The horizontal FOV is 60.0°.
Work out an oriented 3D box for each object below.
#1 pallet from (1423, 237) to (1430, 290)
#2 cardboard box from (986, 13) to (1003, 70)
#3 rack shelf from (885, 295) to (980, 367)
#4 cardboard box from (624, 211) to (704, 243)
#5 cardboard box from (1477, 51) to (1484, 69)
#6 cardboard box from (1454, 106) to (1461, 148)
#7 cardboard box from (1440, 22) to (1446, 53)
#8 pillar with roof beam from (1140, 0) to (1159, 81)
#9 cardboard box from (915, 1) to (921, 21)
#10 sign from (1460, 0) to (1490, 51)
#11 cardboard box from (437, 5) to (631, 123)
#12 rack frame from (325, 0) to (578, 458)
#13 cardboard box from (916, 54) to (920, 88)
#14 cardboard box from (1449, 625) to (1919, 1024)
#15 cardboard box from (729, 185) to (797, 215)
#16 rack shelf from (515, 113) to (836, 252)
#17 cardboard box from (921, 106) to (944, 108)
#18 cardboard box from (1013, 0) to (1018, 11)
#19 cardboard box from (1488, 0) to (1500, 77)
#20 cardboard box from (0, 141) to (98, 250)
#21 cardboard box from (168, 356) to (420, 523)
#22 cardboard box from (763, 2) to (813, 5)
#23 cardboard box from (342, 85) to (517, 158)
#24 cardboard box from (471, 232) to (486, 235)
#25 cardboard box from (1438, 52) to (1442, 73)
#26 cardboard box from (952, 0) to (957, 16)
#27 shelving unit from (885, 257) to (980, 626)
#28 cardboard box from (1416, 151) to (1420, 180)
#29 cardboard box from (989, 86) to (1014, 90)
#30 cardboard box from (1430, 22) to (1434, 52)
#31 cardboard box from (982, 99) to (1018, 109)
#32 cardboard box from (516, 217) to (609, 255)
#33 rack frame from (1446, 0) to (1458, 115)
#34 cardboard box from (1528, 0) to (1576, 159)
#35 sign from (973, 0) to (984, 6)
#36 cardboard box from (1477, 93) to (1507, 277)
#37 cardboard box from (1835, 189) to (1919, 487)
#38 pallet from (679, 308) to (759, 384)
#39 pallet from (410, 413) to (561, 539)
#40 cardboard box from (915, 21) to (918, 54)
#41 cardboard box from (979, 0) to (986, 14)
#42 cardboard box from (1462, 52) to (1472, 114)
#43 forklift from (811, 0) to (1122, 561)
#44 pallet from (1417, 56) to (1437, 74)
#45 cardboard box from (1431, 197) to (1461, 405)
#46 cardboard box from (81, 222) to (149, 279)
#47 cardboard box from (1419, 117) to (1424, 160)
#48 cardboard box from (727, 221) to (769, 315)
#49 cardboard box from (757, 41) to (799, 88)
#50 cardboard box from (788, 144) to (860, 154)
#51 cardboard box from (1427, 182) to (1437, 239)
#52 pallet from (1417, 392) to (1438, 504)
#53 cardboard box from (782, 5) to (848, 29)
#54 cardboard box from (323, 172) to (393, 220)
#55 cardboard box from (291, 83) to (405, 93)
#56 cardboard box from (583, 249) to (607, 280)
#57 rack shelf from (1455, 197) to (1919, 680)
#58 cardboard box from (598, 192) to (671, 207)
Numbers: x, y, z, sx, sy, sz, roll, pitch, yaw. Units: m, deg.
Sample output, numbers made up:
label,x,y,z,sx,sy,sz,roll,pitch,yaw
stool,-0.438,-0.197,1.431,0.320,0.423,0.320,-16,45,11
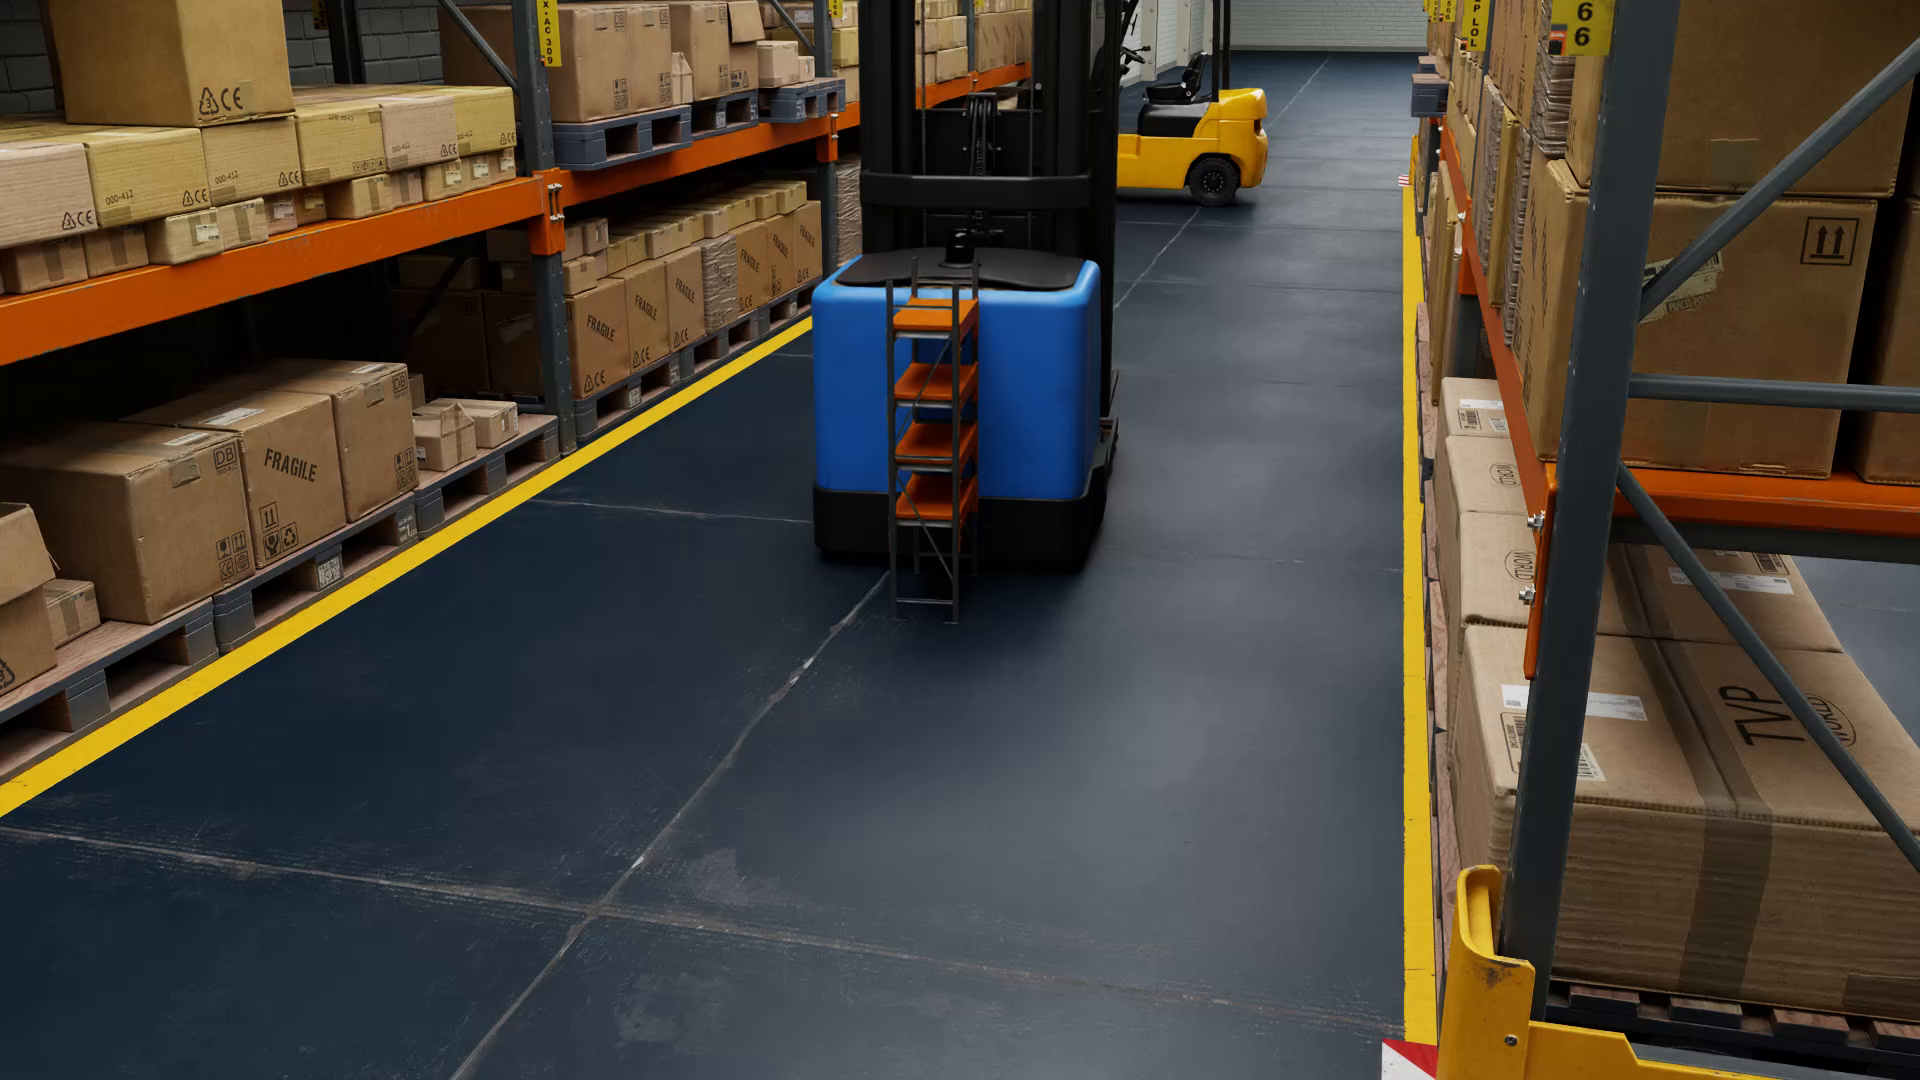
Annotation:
label,x,y,z,sx,sy,sz,roll,pitch,yaw
pallet,3.960,-2.033,12.314,1.003,0.211,1.213,5,19,13
cardboard box,0.103,-4.702,15.658,0.500,0.500,0.500,5,19,14
rack shelf,-0.089,-0.726,5.742,0.258,0.148,0.480,3,19,8
cardboard box,-1.682,-1.779,9.470,0.380,0.149,0.250,5,19,14
cardboard box,2.356,-2.153,6.650,0.500,0.500,0.500,5,20,15
cardboard box,2.862,-2.196,8.708,0.500,0.250,0.500,5,20,15
cardboard box,3.425,-3.441,10.857,0.500,0.500,0.500,4,19,13
pillar with roof beam,8.136,-13.619,32.638,9.100,9.000,0.400,5,19,13
cardboard box,-0.511,-4.109,12.919,0.380,0.149,0.250,4,19,12
sign,1.962,-2.023,6.302,0.100,0.325,0.005,5,19,13
cardboard box,-1.989,-2.244,7.812,0.700,0.500,0.500,5,20,15
rack frame,-2.324,-1.864,7.504,1.000,3.000,0.127,5,19,13
cardboard box,-0.626,-3.648,12.960,0.500,0.250,0.500,5,20,15
cardboard box,1.577,0.580,3.664,0.875,0.438,0.875,4,19,12
cardboard box,-1.258,-2.178,10.636,0.380,0.149,0.250,4,19,11
rack shelf,-1.835,-2.150,9.456,1.077,0.370,4.000,5,19,13
cardboard box,-0.437,-3.912,15.556,0.500,0.250,0.500,5,20,14
cardboard box,0.361,-5.288,16.370,0.380,0.149,0.250,4,19,12
cardboard box,2.139,-1.863,5.801,0.500,0.500,0.500,5,19,14
cardboard box,-2.806,-0.959,4.626,0.500,0.250,0.500,5,19,14
cardboard box,-2.560,-0.400,6.437,0.700,0.500,0.500,4,19,11
cardboard box,-1.254,-3.915,12.351,0.380,0.149,0.250,5,19,13
cardboard box,-2.212,-1.755,6.956,0.500,0.250,0.500,5,20,15
cardboard box,-2.367,-1.567,8.848,0.380,0.149,0.250,4,19,11
cardboard box,3.402,-3.179,11.092,0.380,0.149,0.250,4,19,11
cardboard box,-0.237,-4.601,14.359,0.380,0.149,0.250,5,20,15
shelving unit,-0.089,-0.355,5.869,0.258,1.200,0.503,3,19,8
cardboard box,4.825,-3.741,16.605,0.500,0.250,0.500,5,20,15
cardboard box,0.307,-4.860,18.333,0.500,0.250,0.500,4,19,13
cardboard box,4.674,-4.813,15.524,0.500,0.500,0.500,4,19,12
cardboard box,0.298,-4.185,16.358,0.500,0.250,0.500,5,20,15
cardboard box,-1.961,-1.504,8.204,0.380,0.149,0.250,4,19,11
rack frame,3.468,-2.727,10.030,1.000,3.000,0.127,5,19,13
cardboard box,1.499,-1.076,3.495,0.500,0.500,0.500,5,19,14
sign,0.159,-4.842,14.554,0.100,0.325,0.005,5,19,13
cardboard box,1.867,-1.081,5.058,0.500,0.500,0.500,5,19,14
cardboard box,1.909,-0.394,3.047,0.500,0.500,0.500,5,19,13
pallet,-1.866,-1.186,9.833,1.003,0.211,1.213,5,19,13
pallet,-2.493,-0.329,7.325,1.003,0.211,1.213,5,19,13
cardboard box,-0.632,-3.885,12.879,0.500,0.250,0.500,5,19,14
cardboard box,0.025,-4.886,15.194,0.380,0.149,0.250,5,20,15
cardboard box,2.598,-2.116,7.701,0.500,0.250,0.500,5,20,15
forklift,0.156,-1.742,7.252,1.130,2.935,3.031,3,19,8
pallet,4.117,-3.662,13.064,1.003,0.211,1.213,5,19,13
cardboard box,2.777,-1.151,8.053,0.875,0.875,0.875,5,20,15
cardboard box,-2.727,-0.899,5.068,0.380,0.149,0.250,5,19,14
cardboard box,4.698,-3.927,15.989,0.500,0.500,0.500,5,19,14
cardboard box,-1.499,-1.664,10.135,0.500,0.500,0.500,6,20,16
cardboard box,-1.291,-2.889,10.088,0.500,0.250,0.500,4,19,11
cardboard box,-0.865,-2.804,13.279,0.875,0.625,0.625,4,19,11
cardboard box,4.147,-2.546,12.915,0.950,0.372,0.625,6,20,17
pallet,2.606,-0.401,7.536,1.003,0.211,1.213,5,19,13
cardboard box,-0.983,-3.549,11.278,0.380,0.149,0.250,5,20,15
cardboard box,-2.365,-1.296,6.230,0.380,0.149,0.250,4,19,13
cardboard box,-2.707,-1.800,7.088,0.500,0.250,0.500,4,19,13
cardboard box,-1.986,-1.371,8.275,0.380,0.149,0.250,4,19,12
rack shelf,2.002,-0.506,4.641,1.077,0.370,4.000,5,19,13
cardboard box,-2.007,-2.058,10.287,0.380,0.149,0.250,4,19,11
